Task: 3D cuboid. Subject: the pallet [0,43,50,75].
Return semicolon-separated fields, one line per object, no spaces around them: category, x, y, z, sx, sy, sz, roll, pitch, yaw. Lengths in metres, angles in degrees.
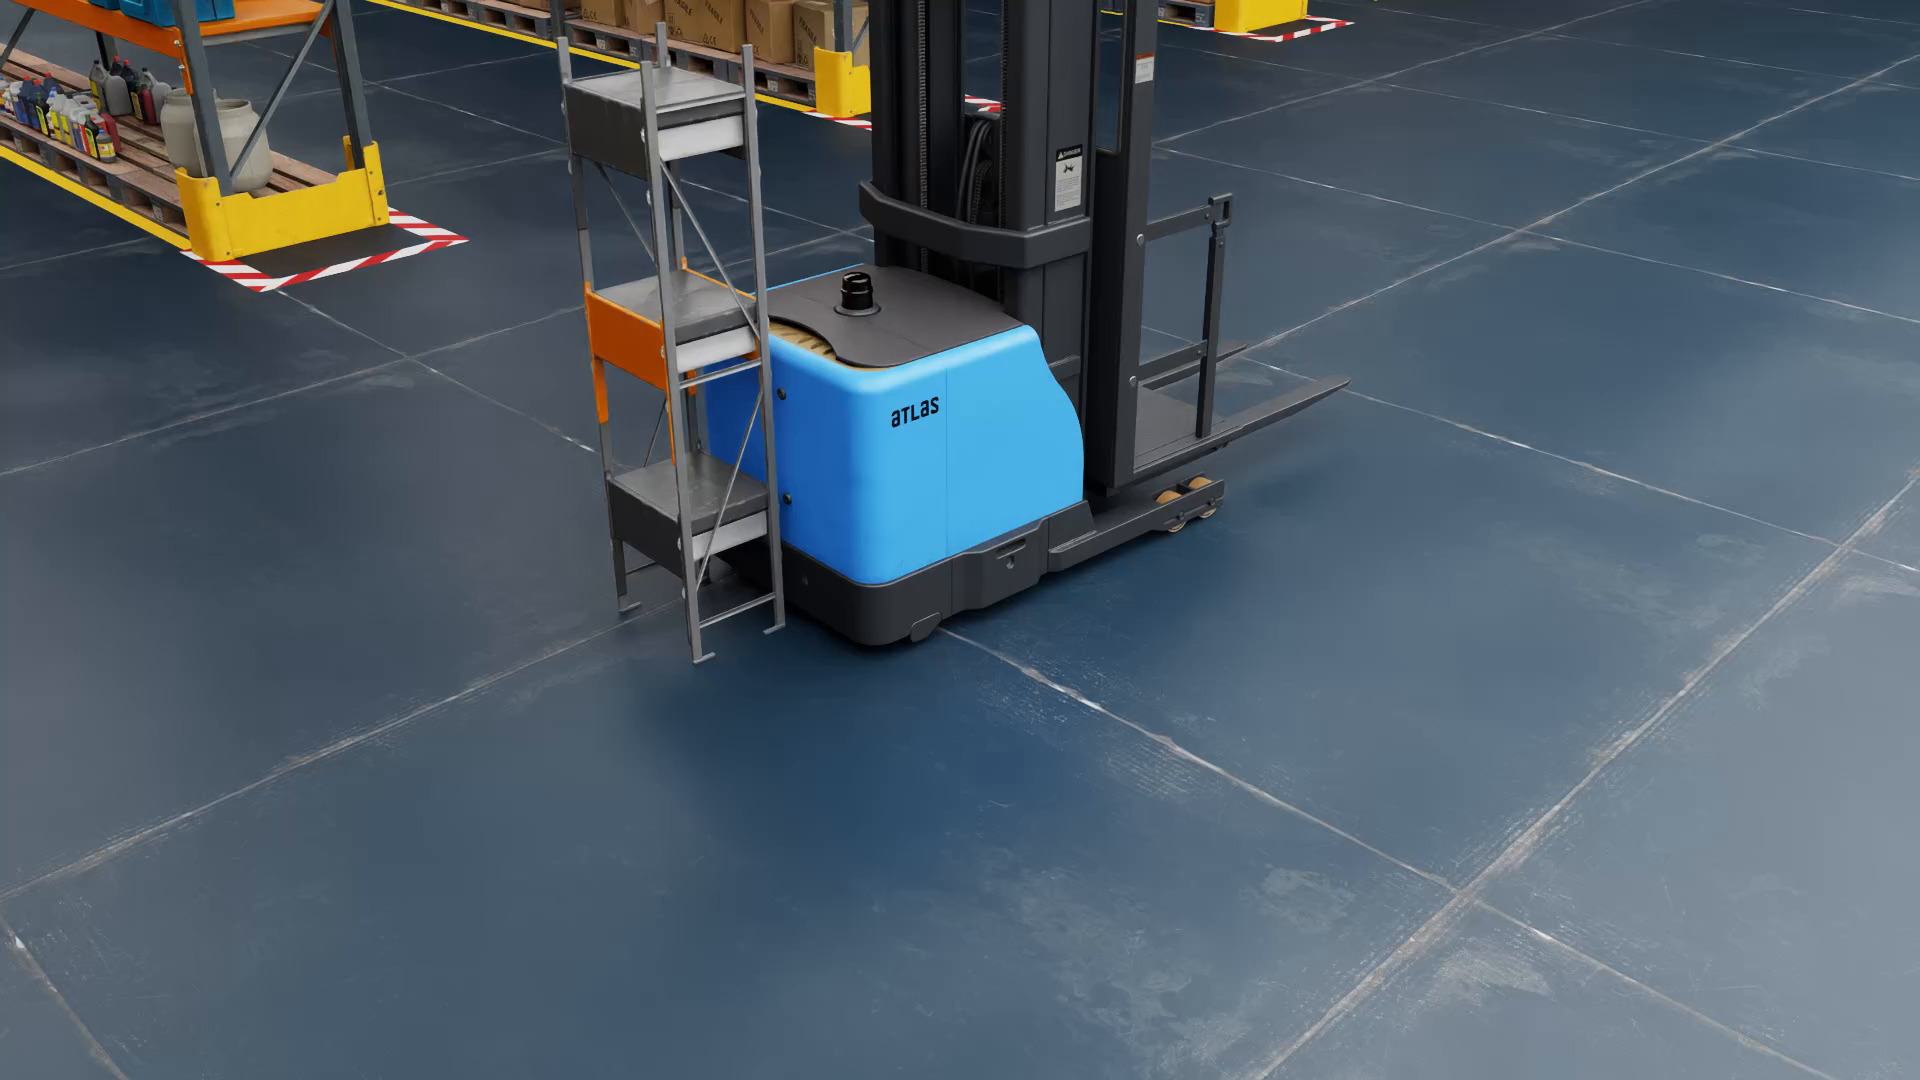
pallet;-8.370;-3.921;13.979;1.213;0.211;1.003;25;36;38

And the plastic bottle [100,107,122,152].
plastic bottle;-5.759;-2.781;11.262;0.133;0.283;0.061;25;36;38

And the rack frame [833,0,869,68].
rack frame;-0.583;-4.852;12.754;0.127;3.000;1.000;25;36;38

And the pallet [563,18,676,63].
pallet;-2.932;-4.715;15.491;1.213;0.211;1.003;25;36;38

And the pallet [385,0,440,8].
pallet;-5.732;-5.973;17.882;1.213;0.211;1.003;25;36;38

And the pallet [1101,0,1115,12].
pallet;1.475;-5.864;17.675;1.213;0.211;1.003;25;36;38

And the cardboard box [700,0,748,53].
cardboard box;-1.900;-4.535;14.386;0.500;0.500;0.500;-21;34;-35

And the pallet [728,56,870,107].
pallet;-1.192;-3.919;13.977;1.213;0.211;1.003;25;36;38

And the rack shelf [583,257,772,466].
rack shelf;-0.962;-0.622;5.706;0.431;0.518;0.480;-23;35;-36

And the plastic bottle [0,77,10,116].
plastic bottle;-6.988;-3.251;12.169;0.097;0.271;0.097;0;28;0

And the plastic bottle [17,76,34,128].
plastic bottle;-6.624;-3.135;11.862;0.144;0.351;0.185;-24;36;-38

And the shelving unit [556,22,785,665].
shelving unit;-0.962;-0.634;5.699;0.431;2.100;0.503;-23;35;-36

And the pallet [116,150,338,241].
pallet;-4.719;-2.250;10.802;1.213;0.211;1.003;25;36;38

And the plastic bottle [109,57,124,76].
plastic bottle;-6.247;-3.421;12.407;0.185;0.351;0.144;23;36;37

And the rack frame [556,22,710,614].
rack frame;-1.125;-0.718;5.860;0.400;2.100;0.015;-23;35;-36

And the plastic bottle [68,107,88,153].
plastic bottle;-5.932;-2.788;11.283;0.135;0.276;0.152;23;36;37

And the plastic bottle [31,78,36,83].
plastic bottle;-6.664;-3.196;12.050;0.133;0.283;0.061;25;36;38

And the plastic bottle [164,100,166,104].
plastic bottle;-5.663;-3.103;11.963;0.097;0.201;0.097;0;28;0

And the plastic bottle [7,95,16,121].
plastic bottle;-6.843;-3.154;12.059;0.097;0.201;0.097;0;28;0

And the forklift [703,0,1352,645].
forklift;0.464;-1.491;6.437;3.031;2.935;1.130;-23;35;-36

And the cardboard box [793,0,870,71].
cardboard box;-1.017;-4.141;13.636;0.500;0.500;0.500;-18;33;-30

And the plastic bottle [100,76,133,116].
plastic bottle;-6.196;-3.268;12.196;0.135;0.276;0.152;25;36;38

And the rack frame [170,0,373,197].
rack frame;-4.056;-3.208;9.628;0.127;3.000;1.000;25;36;38

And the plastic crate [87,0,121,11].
plastic crate;-5.082;-3.420;10.191;0.408;0.251;0.499;25;36;38

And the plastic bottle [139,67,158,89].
plastic bottle;-5.880;-3.253;12.087;0.185;0.351;0.144;24;36;38

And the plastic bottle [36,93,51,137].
plastic bottle;-6.400;-2.975;11.632;0.061;0.283;0.133;-23;36;-37

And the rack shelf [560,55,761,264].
rack shelf;-0.962;-1.241;5.380;0.431;0.518;0.480;-23;35;-36

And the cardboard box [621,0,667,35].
cardboard box;-2.765;-4.908;15.096;0.500;0.500;0.500;-13;31;-24

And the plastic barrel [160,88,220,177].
plastic barrel;-4.936;-2.646;10.781;0.421;0.512;0.421;0;28;0

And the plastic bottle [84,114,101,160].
plastic bottle;-5.769;-2.687;11.082;0.061;0.283;0.133;-24;36;-38

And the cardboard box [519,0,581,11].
cardboard box;-3.859;-5.453;16.110;0.500;0.500;0.700;21;34;35

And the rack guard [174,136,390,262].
rack guard;-4.143;-2.111;10.228;0.348;0.500;1.175;25;36;38

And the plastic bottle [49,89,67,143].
plastic bottle;-6.186;-2.934;11.481;0.185;0.351;0.144;24;36;38

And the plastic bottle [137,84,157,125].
plastic bottle;-5.841;-3.133;11.932;0.133;0.283;0.061;25;36;38

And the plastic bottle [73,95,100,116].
plastic bottle;-6.100;-2.959;11.607;0.135;0.276;0.152;25;36;38

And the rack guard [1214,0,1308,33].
rack guard;2.983;-5.351;16.389;0.348;0.500;1.175;25;36;38

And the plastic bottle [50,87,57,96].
plastic bottle;-6.436;-3.092;11.867;0.097;0.271;0.097;0;28;0

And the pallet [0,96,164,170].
pallet;-6.459;-3.046;12.316;1.213;0.211;1.003;25;36;38
